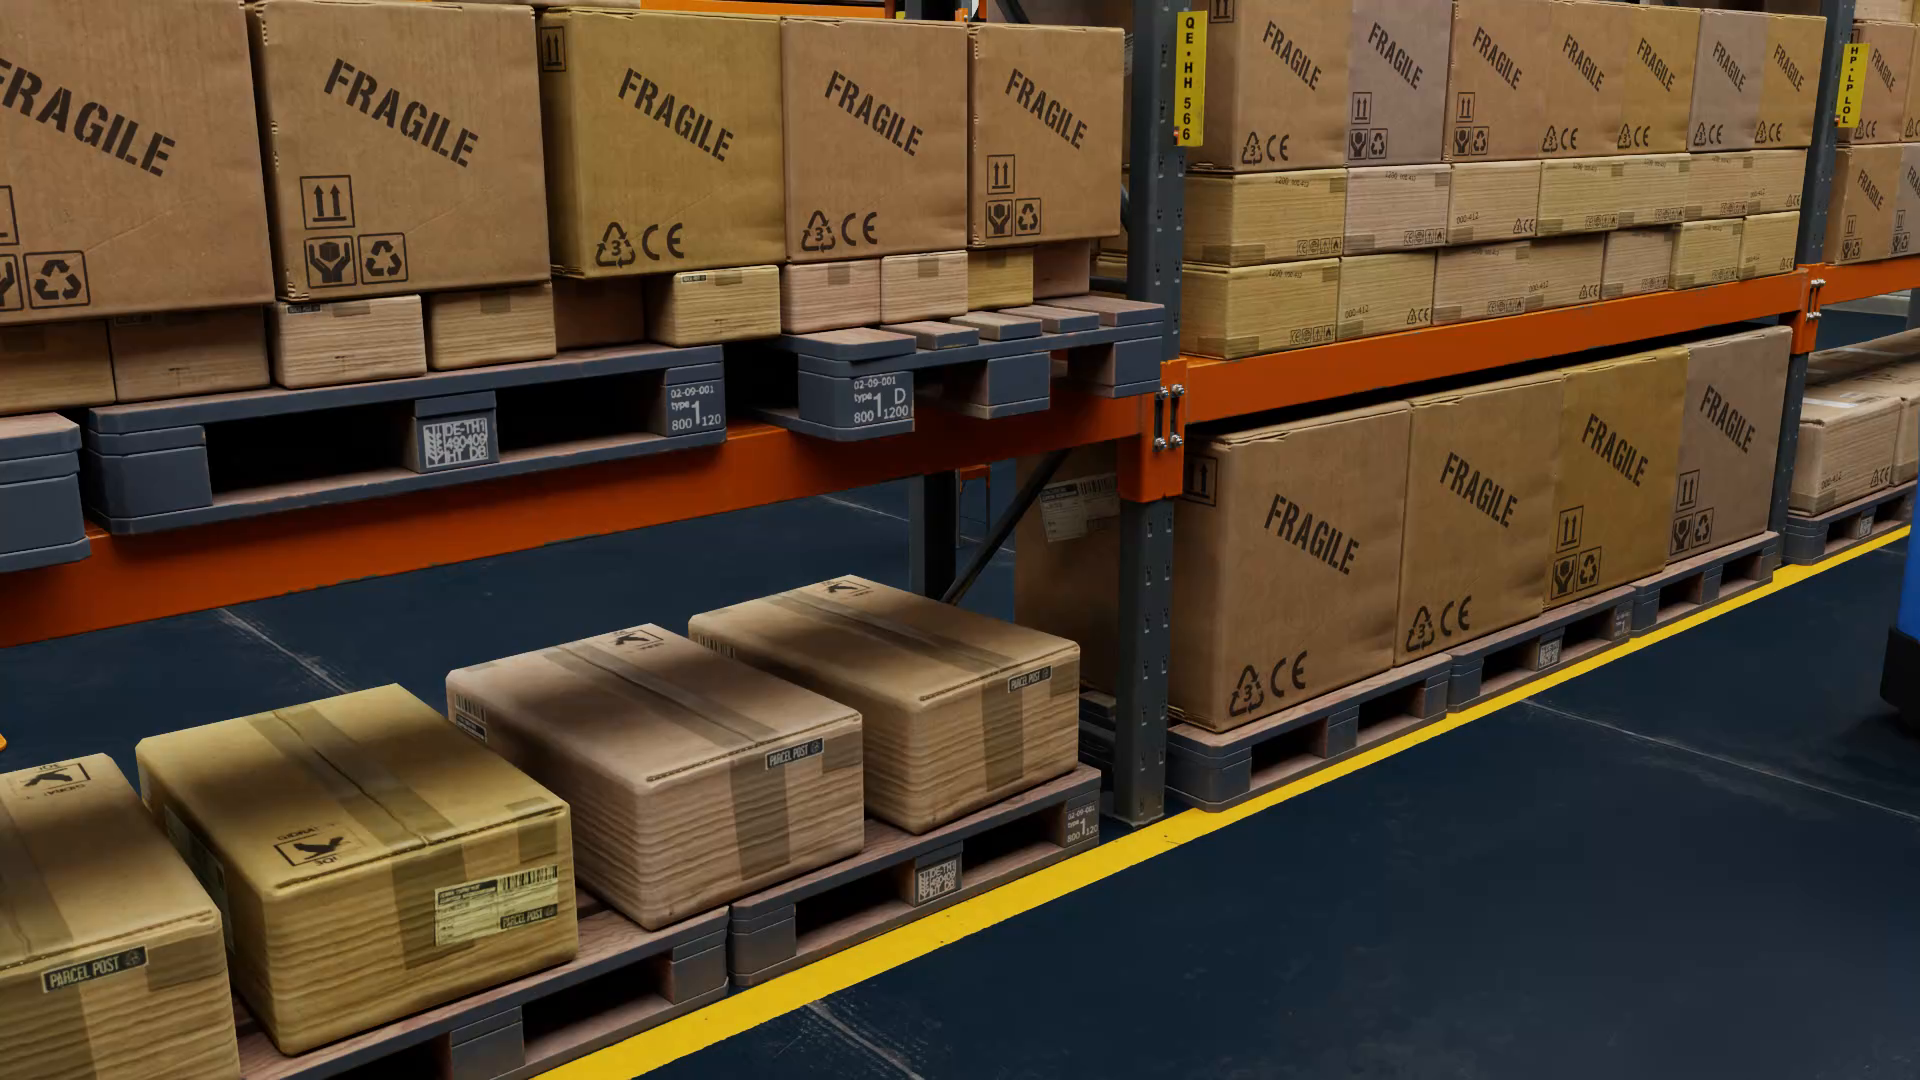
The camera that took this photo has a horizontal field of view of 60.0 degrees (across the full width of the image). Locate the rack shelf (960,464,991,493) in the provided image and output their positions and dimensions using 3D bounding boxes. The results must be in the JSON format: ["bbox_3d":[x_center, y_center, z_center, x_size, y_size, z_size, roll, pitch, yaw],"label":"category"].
[{"bbox_3d":[-0.011,-0.302,7.659,0.180,0.103,0.258,-13,19,-39],"label":"rack shelf"}]

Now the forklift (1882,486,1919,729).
[{"bbox_3d":[3.700,-0.467,3.817,1.130,2.935,3.031,-1,15,-4],"label":"forklift"}]

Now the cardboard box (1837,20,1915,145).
[{"bbox_3d":[3.747,-1.980,7.218,0.500,0.500,0.500,-12,19,-39],"label":"cardboard box"}]

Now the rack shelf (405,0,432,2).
[{"bbox_3d":[-4.786,-4.107,12.895,4.000,0.370,1.077,-13,19,-39],"label":"rack shelf"}]

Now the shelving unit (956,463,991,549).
[{"bbox_3d":[-0.011,-0.577,7.586,0.189,1.200,0.258,-13,19,-39],"label":"shelving unit"}]

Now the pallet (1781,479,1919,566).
[{"bbox_3d":[3.853,-0.181,8.020,1.213,0.211,1.003,-13,19,-39],"label":"pallet"}]

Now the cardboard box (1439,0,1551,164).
[{"bbox_3d":[1.512,-1.475,5.329,0.500,0.500,0.500,-12,19,-38],"label":"cardboard box"}]

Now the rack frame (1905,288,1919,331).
[{"bbox_3d":[6.246,-2.093,9.772,0.127,3.000,1.000,-13,19,-39],"label":"rack frame"}]

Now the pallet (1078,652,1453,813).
[{"bbox_3d":[0.855,0.491,5.503,1.213,0.211,1.003,-13,19,-39],"label":"pallet"}]

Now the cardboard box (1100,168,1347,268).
[{"bbox_3d":[0.755,-0.944,4.794,0.500,0.250,0.500,-13,20,-40],"label":"cardboard box"}]

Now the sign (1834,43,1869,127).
[{"bbox_3d":[3.592,-1.832,6.706,0.005,0.325,0.100,-13,19,-39],"label":"sign"}]

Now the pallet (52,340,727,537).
[{"bbox_3d":[-1.256,-0.301,3.438,1.213,0.211,1.003,-13,19,-39],"label":"pallet"}]

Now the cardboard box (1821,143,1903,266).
[{"bbox_3d":[3.754,-1.492,7.329,0.500,0.500,0.500,-12,19,-38],"label":"cardboard box"}]

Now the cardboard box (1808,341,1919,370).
[{"bbox_3d":[5.129,-0.770,8.970,0.875,0.438,0.875,-12,19,-38],"label":"cardboard box"}]

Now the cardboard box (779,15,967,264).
[{"bbox_3d":[-0.332,-0.911,3.766,0.500,0.500,0.500,-13,20,-40],"label":"cardboard box"}]

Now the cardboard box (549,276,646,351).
[{"bbox_3d":[-0.863,-0.498,3.476,0.250,0.149,0.380,-12,19,-39],"label":"cardboard box"}]

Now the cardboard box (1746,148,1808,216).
[{"bbox_3d":[3.055,-1.462,6.733,0.500,0.250,0.500,-13,20,-39],"label":"cardboard box"}]

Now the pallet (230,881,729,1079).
[{"bbox_3d":[-1.300,0.948,3.794,1.213,0.211,1.003,-13,19,-39],"label":"pallet"}]

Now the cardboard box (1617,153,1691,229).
[{"bbox_3d":[2.296,-1.287,6.078,0.500,0.250,0.500,-12,19,-38],"label":"cardboard box"}]

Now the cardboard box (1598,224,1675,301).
[{"bbox_3d":[2.277,-1.050,6.158,0.500,0.250,0.500,-13,20,-41],"label":"cardboard box"}]

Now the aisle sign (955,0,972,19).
[{"bbox_3d":[-0.008,-5.232,16.486,0.004,0.787,0.394,-13,19,-39],"label":"aisle sign"}]

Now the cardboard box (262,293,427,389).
[{"bbox_3d":[-1.181,-0.389,3.066,0.250,0.149,0.380,-12,19,-37],"label":"cardboard box"}]

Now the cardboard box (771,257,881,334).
[{"bbox_3d":[-0.393,-0.566,3.728,0.250,0.149,0.380,-14,20,-42],"label":"cardboard box"}]

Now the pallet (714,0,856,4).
[{"bbox_3d":[-1.733,-5.093,15.363,1.213,0.211,1.003,-13,19,-39],"label":"pallet"}]

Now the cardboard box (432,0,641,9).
[{"bbox_3d":[-0.838,-1.114,3.266,0.250,0.149,0.380,-14,20,-42],"label":"cardboard box"}]

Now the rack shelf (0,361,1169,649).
[{"bbox_3d":[-1.298,-0.051,3.522,4.000,0.370,1.077,-13,19,-39],"label":"rack shelf"}]

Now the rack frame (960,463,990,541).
[{"bbox_3d":[0.058,-0.593,7.644,0.006,1.200,0.240,-13,19,-39],"label":"rack frame"}]

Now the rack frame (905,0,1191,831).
[{"bbox_3d":[0.211,-0.737,4.698,0.127,3.000,1.000,-13,19,-39],"label":"rack frame"}]

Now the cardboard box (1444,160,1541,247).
[{"bbox_3d":[1.530,-1.114,5.428,0.500,0.250,0.500,-13,20,-40],"label":"cardboard box"}]

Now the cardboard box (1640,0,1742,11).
[{"bbox_3d":[3.252,-2.374,7.437,0.250,0.149,0.380,-13,20,-40],"label":"cardboard box"}]

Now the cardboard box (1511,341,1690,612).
[{"bbox_3d":[2.137,-0.316,6.425,0.875,0.875,0.875,-12,19,-38],"label":"cardboard box"}]

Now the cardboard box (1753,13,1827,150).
[{"bbox_3d":[3.056,-1.822,6.627,0.500,0.500,0.500,-12,19,-38],"label":"cardboard box"}]

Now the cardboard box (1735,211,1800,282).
[{"bbox_3d":[3.055,-1.217,6.786,0.500,0.250,0.500,-13,20,-41],"label":"cardboard box"}]

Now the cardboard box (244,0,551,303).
[{"bbox_3d":[-1.125,-0.733,3.099,0.500,0.500,0.500,-14,20,-42],"label":"cardboard box"}]

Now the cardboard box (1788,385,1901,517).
[{"bbox_3d":[3.772,-0.465,7.831,0.875,0.438,0.875,-13,20,-40],"label":"cardboard box"}]

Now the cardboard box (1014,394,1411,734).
[{"bbox_3d":[0.786,-0.015,5.296,0.875,0.875,0.875,-13,20,-40],"label":"cardboard box"}]

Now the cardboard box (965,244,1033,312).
[{"bbox_3d":[-0.037,-0.658,4.074,0.250,0.149,0.380,-12,19,-39],"label":"cardboard box"}]

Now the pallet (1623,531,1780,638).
[{"bbox_3d":[2.696,0.078,7.050,1.213,0.211,1.003,-13,19,-39],"label":"pallet"}]

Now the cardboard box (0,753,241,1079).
[{"bbox_3d":[-1.873,0.795,3.239,0.625,0.372,0.950,-11,19,-36],"label":"cardboard box"}]

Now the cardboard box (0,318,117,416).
[{"bbox_3d":[-1.603,-0.312,2.780,0.250,0.149,0.380,-12,19,-39],"label":"cardboard box"}]

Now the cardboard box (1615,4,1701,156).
[{"bbox_3d":[2.275,-1.651,5.986,0.500,0.500,0.500,-12,19,-38],"label":"cardboard box"}]

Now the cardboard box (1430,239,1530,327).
[{"bbox_3d":[1.520,-0.877,5.511,0.500,0.250,0.500,-12,19,-38],"label":"cardboard box"}]

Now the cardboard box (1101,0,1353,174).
[{"bbox_3d":[0.743,-1.305,4.691,0.500,0.500,0.500,-14,20,-41],"label":"cardboard box"}]

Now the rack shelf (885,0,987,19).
[{"bbox_3d":[-1.606,-3.124,9.216,4.000,0.370,1.077,-13,19,-39],"label":"rack shelf"}]

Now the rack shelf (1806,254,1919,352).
[{"bbox_3d":[4.737,-1.406,8.596,4.000,0.370,1.077,-13,19,-39],"label":"rack shelf"}]

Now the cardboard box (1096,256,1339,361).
[{"bbox_3d":[0.745,-0.699,4.844,0.500,0.250,0.500,-13,20,-40],"label":"cardboard box"}]

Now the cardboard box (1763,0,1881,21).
[{"bbox_3d":[3.637,-2.263,7.020,0.250,0.149,0.380,-13,20,-40],"label":"cardboard box"}]

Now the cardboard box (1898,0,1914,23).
[{"bbox_3d":[3.985,-2.361,7.387,0.250,0.149,0.380,-13,20,-40],"label":"cardboard box"}]

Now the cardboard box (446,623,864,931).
[{"bbox_3d":[-0.773,0.550,4.158,0.625,0.372,0.950,-13,20,-40],"label":"cardboard box"}]
